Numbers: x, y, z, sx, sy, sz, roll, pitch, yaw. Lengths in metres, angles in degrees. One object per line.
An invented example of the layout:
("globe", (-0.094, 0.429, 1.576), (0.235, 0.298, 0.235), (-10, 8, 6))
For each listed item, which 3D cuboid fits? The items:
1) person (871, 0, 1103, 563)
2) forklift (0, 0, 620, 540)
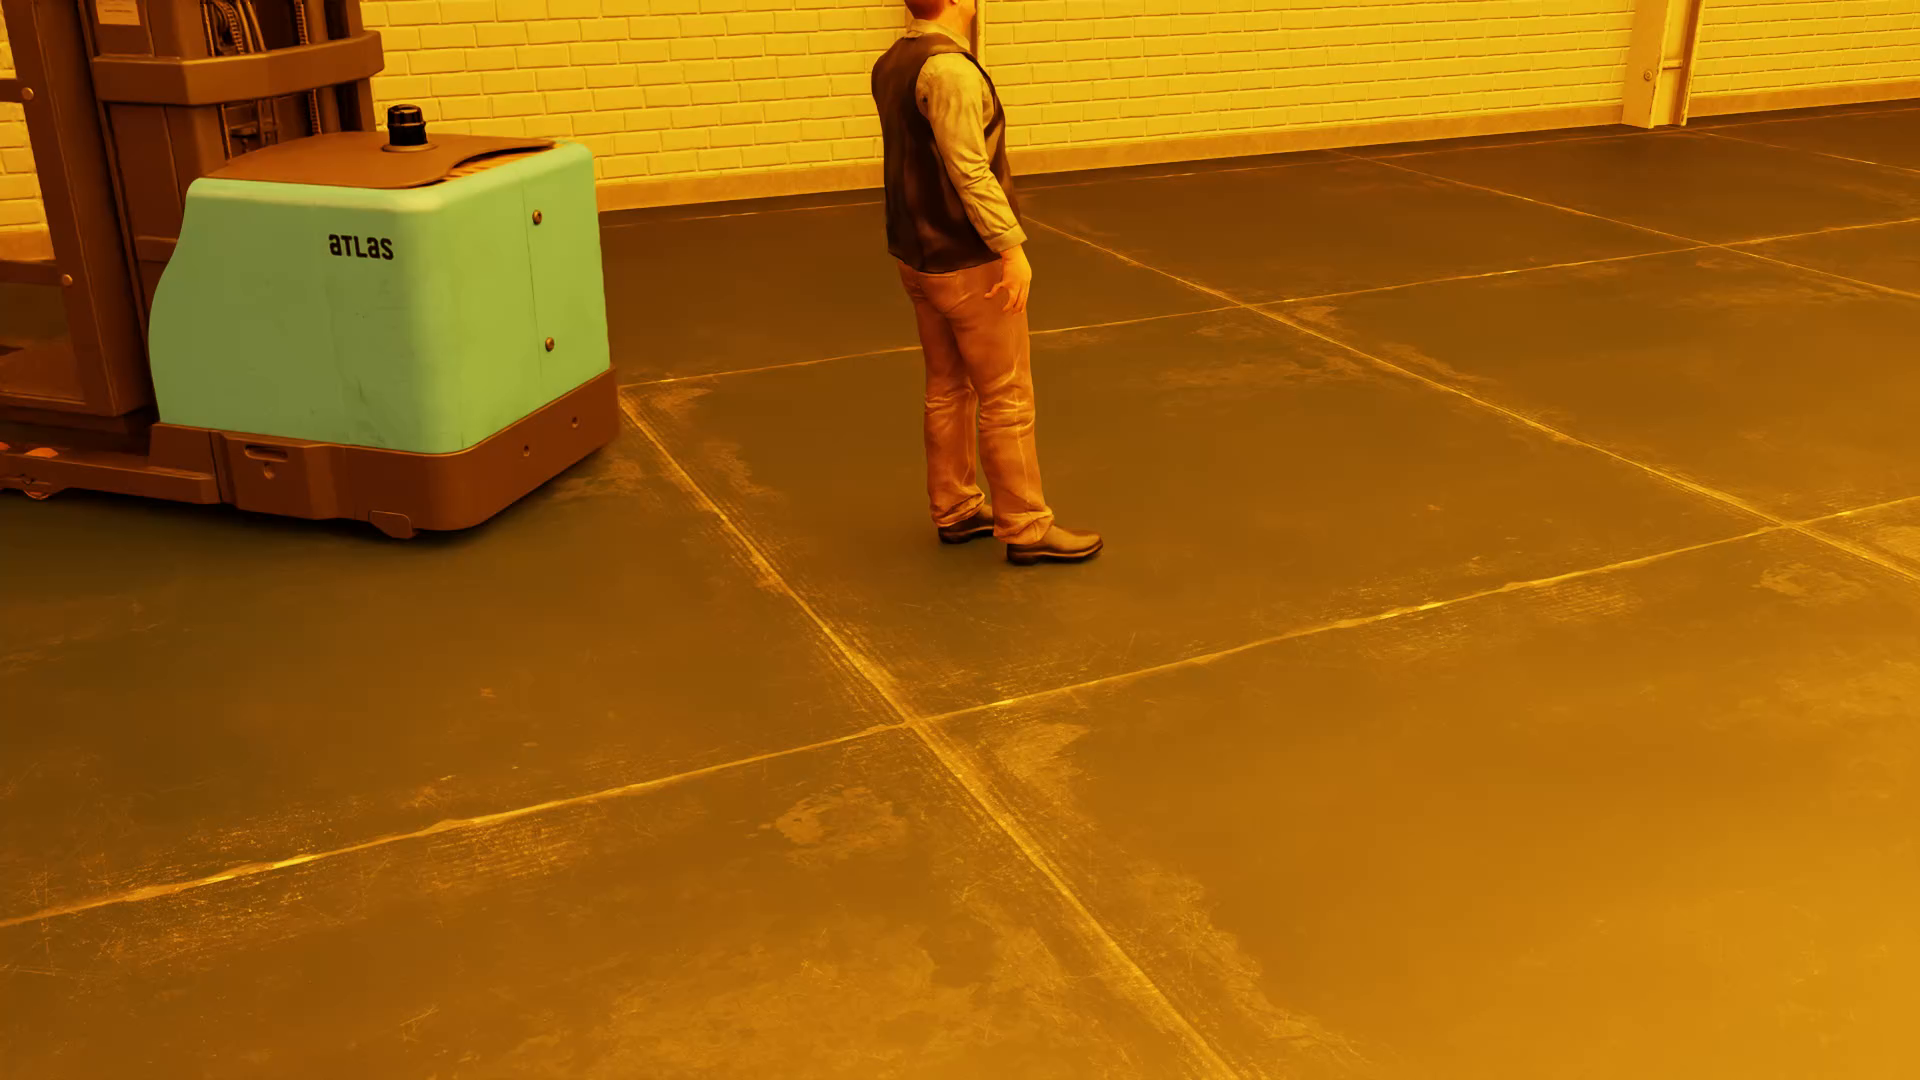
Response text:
("person", (0.060, -0.809, 4.792), (0.566, 1.722, 0.633), (-10, 25, -23))
("forklift", (-2.764, -1.671, 5.308), (3.031, 2.935, 1.130), (7, 24, 16))
